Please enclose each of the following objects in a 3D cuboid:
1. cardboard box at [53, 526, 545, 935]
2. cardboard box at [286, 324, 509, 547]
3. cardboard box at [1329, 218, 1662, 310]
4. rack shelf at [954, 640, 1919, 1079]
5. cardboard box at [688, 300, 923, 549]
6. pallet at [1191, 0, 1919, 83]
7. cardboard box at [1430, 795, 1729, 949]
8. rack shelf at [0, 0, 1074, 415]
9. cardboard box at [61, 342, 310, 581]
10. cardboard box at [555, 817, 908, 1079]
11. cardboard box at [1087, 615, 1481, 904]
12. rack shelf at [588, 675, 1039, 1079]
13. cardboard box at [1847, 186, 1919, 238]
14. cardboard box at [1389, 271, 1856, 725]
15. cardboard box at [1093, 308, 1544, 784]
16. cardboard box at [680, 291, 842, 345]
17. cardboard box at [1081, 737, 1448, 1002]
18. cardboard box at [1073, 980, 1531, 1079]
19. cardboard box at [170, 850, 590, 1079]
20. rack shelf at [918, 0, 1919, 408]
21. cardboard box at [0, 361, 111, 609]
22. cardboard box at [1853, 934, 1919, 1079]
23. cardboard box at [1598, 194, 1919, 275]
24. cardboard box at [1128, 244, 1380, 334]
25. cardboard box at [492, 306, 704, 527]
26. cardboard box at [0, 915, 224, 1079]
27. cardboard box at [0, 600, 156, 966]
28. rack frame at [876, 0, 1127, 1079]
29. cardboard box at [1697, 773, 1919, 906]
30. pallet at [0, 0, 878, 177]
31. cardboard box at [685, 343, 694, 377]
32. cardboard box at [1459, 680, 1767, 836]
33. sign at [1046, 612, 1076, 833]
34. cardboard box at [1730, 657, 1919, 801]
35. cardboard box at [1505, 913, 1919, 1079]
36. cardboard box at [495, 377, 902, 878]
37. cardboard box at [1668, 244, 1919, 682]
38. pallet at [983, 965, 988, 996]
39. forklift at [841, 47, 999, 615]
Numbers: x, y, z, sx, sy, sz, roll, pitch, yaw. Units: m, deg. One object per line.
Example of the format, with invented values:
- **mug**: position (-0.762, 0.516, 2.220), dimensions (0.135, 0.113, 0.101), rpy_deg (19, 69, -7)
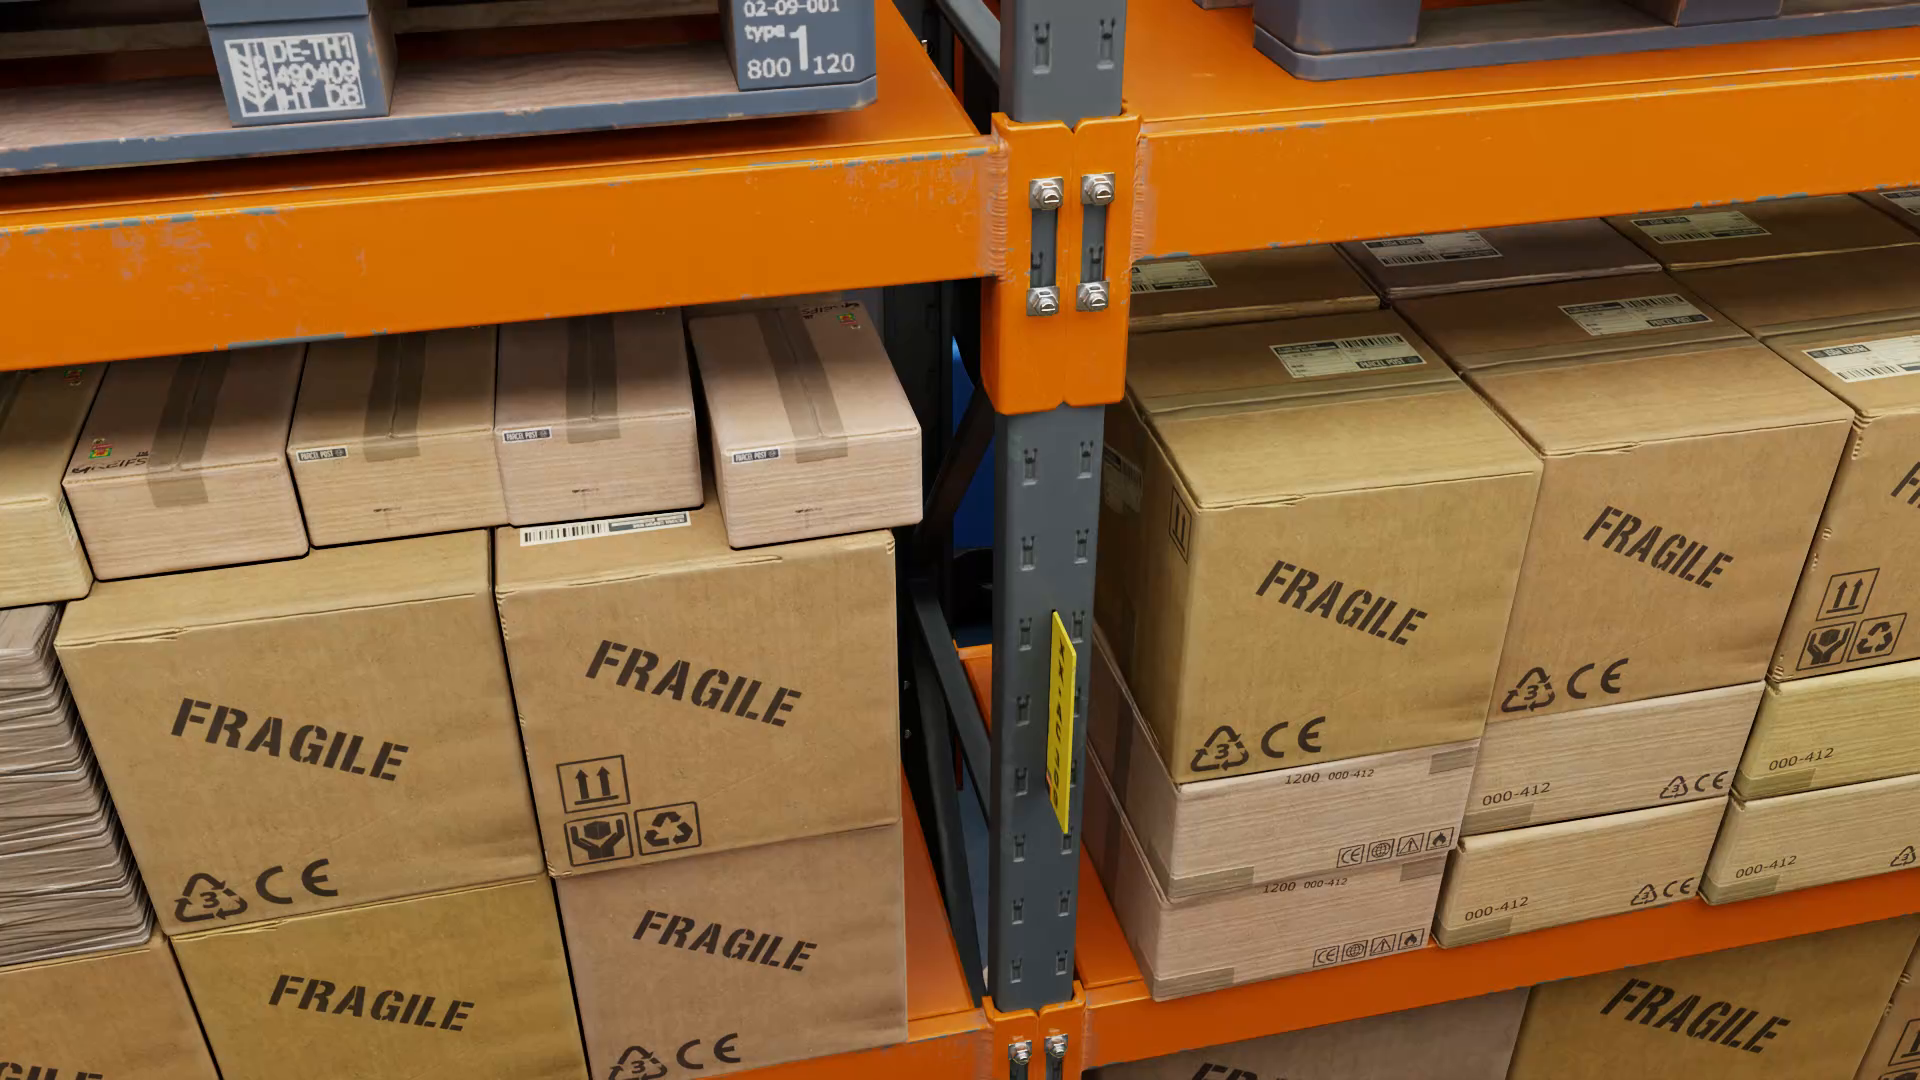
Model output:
- **cardboard box**: position (-0.880, 0.159, 2.334), dimensions (0.500, 0.500, 0.500), rpy_deg (-8, 35, -11)
- **cardboard box**: position (-0.740, -0.167, 2.237), dimensions (0.250, 0.149, 0.380), rpy_deg (-7, 35, -10)
- **cardboard box**: position (0.900, -0.366, 3.116), dimensions (0.500, 0.500, 0.500), rpy_deg (-7, 34, -10)
- **rack shelf**: position (1.967, 0.403, 3.604), dimensions (4.000, 0.370, 1.077), rpy_deg (-7, 35, -11)
- **cardboard box**: position (-0.214, -0.165, 2.235), dimensions (0.250, 0.149, 0.380), rpy_deg (-8, 35, -12)
- **pallet**: position (0.900, -0.956, 2.462), dimensions (1.217, 0.209, 0.805), rpy_deg (-9, 35, -12)
- **cardboard box**: position (1.008, 0.437, 3.041), dimensions (0.500, 0.250, 0.500), rpy_deg (-8, 35, -12)
- **rack shelf**: position (-1.934, -0.351, 2.035), dimensions (4.000, 0.370, 1.077), rpy_deg (-7, 35, -11)
- **cardboard box**: position (-0.983, -0.126, 2.176), dimensions (0.250, 0.149, 0.380), rpy_deg (-7, 35, -11)
- **cardboard box**: position (-0.380, 0.504, 2.717), dimensions (0.500, 0.500, 0.500), rpy_deg (-7, 34, -10)
- **cardboard box**: position (0.508, 0.304, 2.792), dimensions (0.500, 0.250, 0.500), rpy_deg (-8, 35, -12)
- **rack shelf**: position (-1.934, 0.894, 2.871), dimensions (4.000, 0.370, 1.077), rpy_deg (-7, 35, -11)
- **cardboard box**: position (1.900, -0.489, 3.300), dimensions (0.500, 0.500, 0.500), rpy_deg (-7, 34, -10)
- **cardboard box**: position (0.999, -0.082, 2.694), dimensions (0.500, 0.500, 0.500), rpy_deg (-7, 35, -11)
- **cardboard box**: position (0.509, -0.005, 2.578), dimensions (0.500, 0.500, 0.500), rpy_deg (-7, 34, -10)
- **cardboard box**: position (-0.349, -0.479, 2.702), dimensions (0.250, 0.149, 0.380), rpy_deg (-8, 35, -11)
- **cardboard box**: position (0.504, 0.501, 2.945), dimensions (0.500, 0.250, 0.500), rpy_deg (-8, 35, -12)
- **cardboard box**: position (0.603, 0.938, 3.690), dimensions (0.875, 0.875, 0.875), rpy_deg (-6, 34, -9)
- **cardboard box**: position (-0.880, 0.570, 2.618), dimensions (0.500, 0.500, 0.500), rpy_deg (-8, 35, -12)
- **rack shelf**: position (1.967, -0.843, 2.768), dimensions (4.000, 0.370, 1.077), rpy_deg (-7, 35, -11)
- **cardboard box**: position (-1.219, -0.075, 2.101), dimensions (0.250, 0.149, 0.380), rpy_deg (-7, 35, -11)
- **cardboard box**: position (2.355, 0.713, 4.025), dimensions (0.875, 0.875, 0.875), rpy_deg (-7, 34, -10)
- **cardboard box**: position (1.399, -0.418, 3.193), dimensions (0.500, 0.500, 0.500), rpy_deg (-6, 34, -9)
- **cardboard box**: position (0.397, -0.298, 3.016), dimensions (0.500, 0.500, 0.500), rpy_deg (-6, 34, -9)
- **cardboard box**: position (-0.495, -0.192, 2.275), dimensions (0.250, 0.149, 0.380), rpy_deg (-6, 34, -9)
- **cardboard box**: position (-1.367, 0.640, 2.514), dimensions (0.500, 0.500, 0.500), rpy_deg (-8, 35, -11)
- **cardboard box**: position (-1.374, 0.227, 2.233), dimensions (0.500, 0.500, 0.500), rpy_deg (-7, 34, -10)
- **rack frame**: position (0.016, 0.350, 3.037), dimensions (0.127, 3.000, 1.000), rpy_deg (-7, 35, -11)
- **cardboard box**: position (1.511, 0.383, 3.122), dimensions (0.500, 0.250, 0.500), rpy_deg (-7, 35, -11)
- **pallet**: position (-0.784, -0.764, 2.084), dimensions (1.213, 0.211, 1.003), rpy_deg (-7, 35, -11)
- **cardboard box**: position (-0.502, -0.180, 2.839), dimensions (0.500, 0.500, 0.500), rpy_deg (-7, 34, -10)
- **cardboard box**: position (1.010, 0.224, 2.910), dimensions (0.500, 0.250, 0.500), rpy_deg (-7, 34, -10)
- **sign**: position (0.140, 0.259, 2.324), dimensions (0.005, 0.325, 0.100), rpy_deg (-7, 35, -11)
- **cardboard box**: position (1.508, 0.177, 2.981), dimensions (0.500, 0.250, 0.500), rpy_deg (-7, 34, -10)
- **cardboard box**: position (1.483, 0.823, 3.862), dimensions (0.875, 0.875, 0.875), rpy_deg (-6, 34, -9)
- **cardboard box**: position (-0.383, 0.101, 2.420), dimensions (0.500, 0.500, 0.500), rpy_deg (-7, 35, -11)
- **cardboard box**: position (1.489, -0.143, 2.784), dimensions (0.500, 0.500, 0.500), rpy_deg (-8, 35, -12)
- **pallet**: position (0.752, 1.372, 4.016), dimensions (1.213, 0.211, 1.003), rpy_deg (-7, 35, -11)
- **forklift**: position (0.615, -1.275, 5.520), dimensions (3.031, 2.935, 1.130), rpy_deg (-5, 34, -8)
